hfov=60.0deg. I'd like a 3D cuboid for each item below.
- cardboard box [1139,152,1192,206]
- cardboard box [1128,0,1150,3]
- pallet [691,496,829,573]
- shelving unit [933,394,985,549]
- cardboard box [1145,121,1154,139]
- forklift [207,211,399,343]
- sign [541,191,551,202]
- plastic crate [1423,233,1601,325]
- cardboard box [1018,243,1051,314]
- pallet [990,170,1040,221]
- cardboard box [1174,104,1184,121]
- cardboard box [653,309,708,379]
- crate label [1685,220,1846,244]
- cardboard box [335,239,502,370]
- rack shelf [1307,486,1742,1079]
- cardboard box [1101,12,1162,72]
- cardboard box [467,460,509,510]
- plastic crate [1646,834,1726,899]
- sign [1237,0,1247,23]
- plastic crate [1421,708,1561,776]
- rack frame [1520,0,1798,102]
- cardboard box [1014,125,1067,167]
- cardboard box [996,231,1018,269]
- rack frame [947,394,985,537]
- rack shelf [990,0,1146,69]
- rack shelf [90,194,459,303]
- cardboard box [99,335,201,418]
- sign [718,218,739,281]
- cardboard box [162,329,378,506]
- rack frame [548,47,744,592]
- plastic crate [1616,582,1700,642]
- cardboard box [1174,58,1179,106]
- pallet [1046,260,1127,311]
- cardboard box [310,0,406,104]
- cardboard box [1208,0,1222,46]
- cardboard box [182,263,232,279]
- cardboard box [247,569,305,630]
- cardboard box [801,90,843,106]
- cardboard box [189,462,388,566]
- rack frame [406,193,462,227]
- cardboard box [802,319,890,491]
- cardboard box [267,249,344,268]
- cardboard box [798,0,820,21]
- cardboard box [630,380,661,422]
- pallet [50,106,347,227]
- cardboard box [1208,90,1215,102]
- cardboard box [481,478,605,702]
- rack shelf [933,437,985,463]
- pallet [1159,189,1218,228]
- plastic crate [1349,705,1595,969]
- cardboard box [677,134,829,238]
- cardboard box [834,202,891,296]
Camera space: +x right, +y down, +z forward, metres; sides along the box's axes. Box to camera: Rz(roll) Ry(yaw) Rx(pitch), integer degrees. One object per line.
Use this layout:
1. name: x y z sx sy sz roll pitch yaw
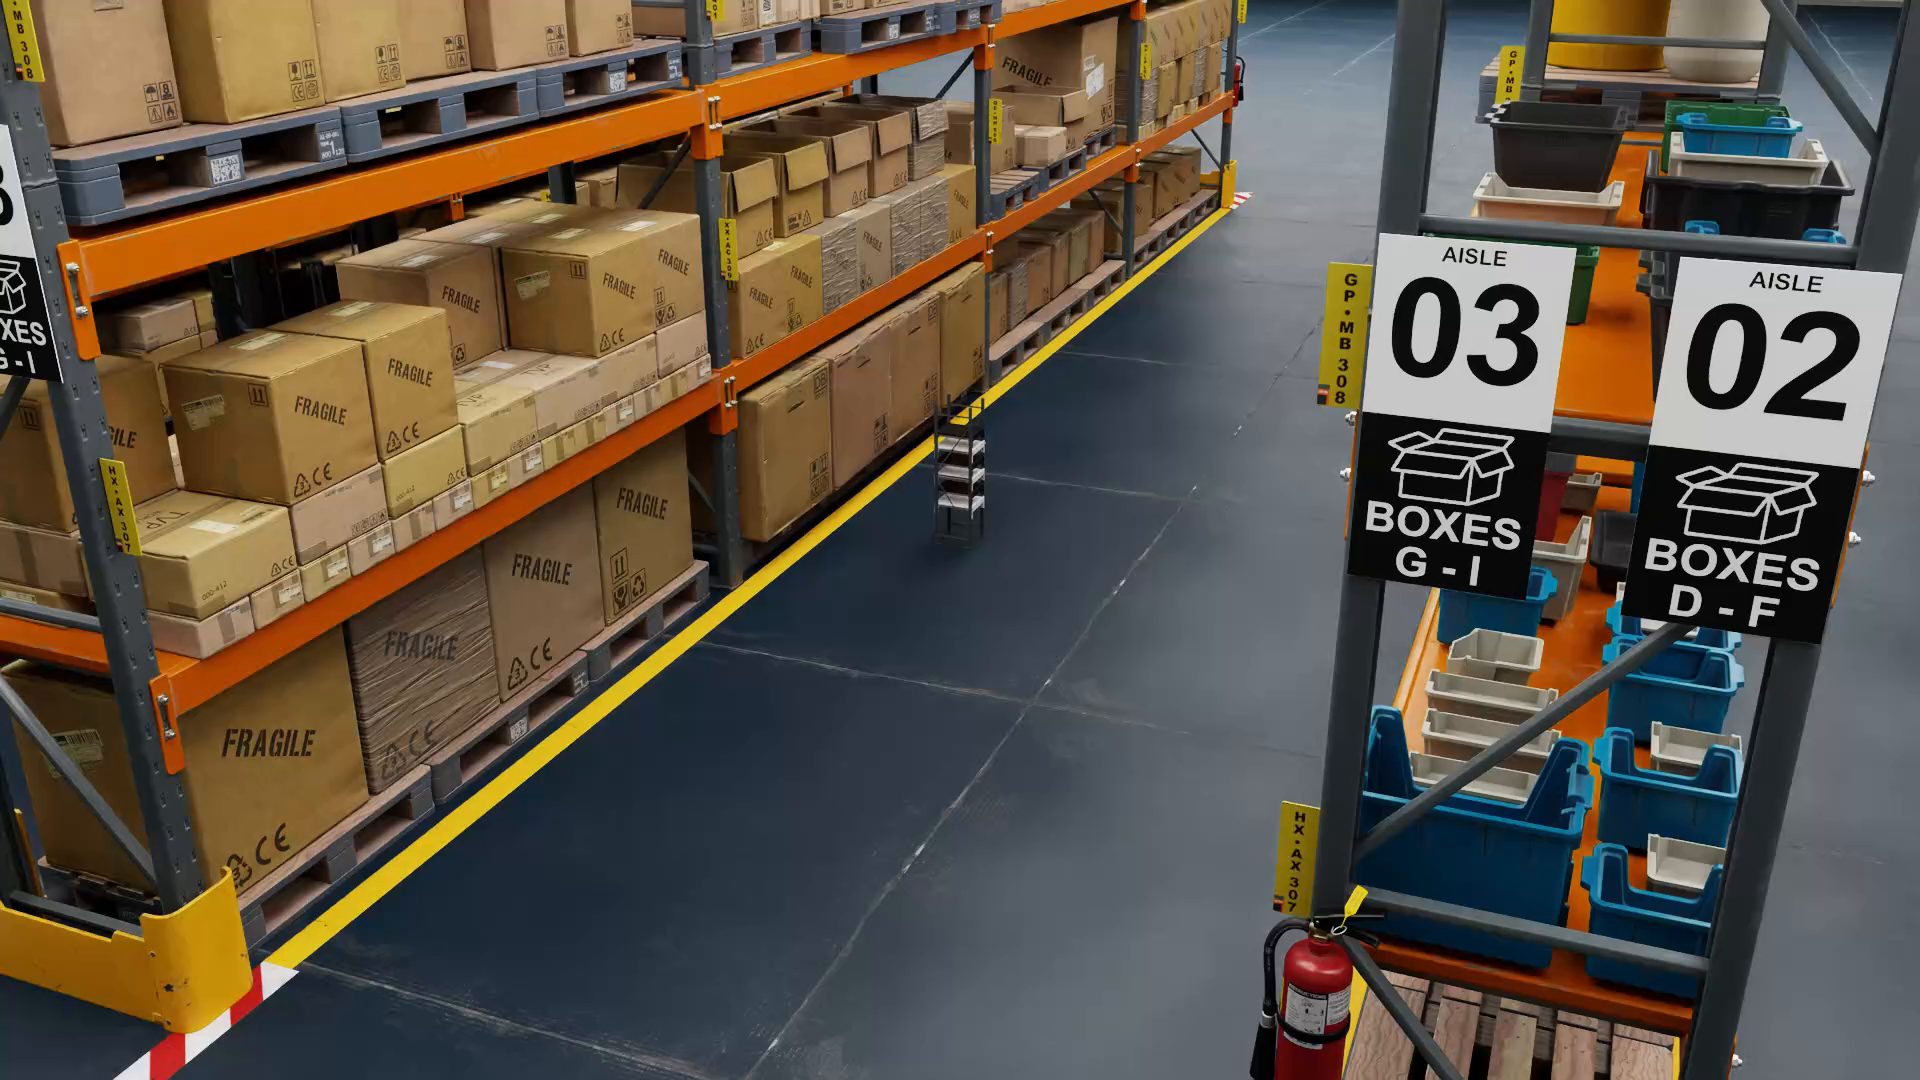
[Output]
1. cardboard box: 2.277 -4.076 18.815 0.500 0.500 0.500 16 28 34
2. cardboard box: 1.700 -5.426 17.535 0.500 0.500 0.500 9 24 20
3. pallet: -1.527 -0.182 10.411 1.003 0.211 1.213 9 24 20
4. shelving unit: -0.003 -0.412 10.070 0.258 0.900 0.210 9 24 20
5. cardboard box: 1.693 -4.050 16.380 0.380 0.149 0.250 9 24 20
6. forklift: -4.050 -1.591 10.256 1.130 2.935 3.031 -12 26 -27
7. sign: -2.251 -1.753 9.157 0.100 0.325 0.005 9 24 20
8. plastic crate: 1.471 -0.721 4.468 0.450 0.188 0.336 9 24 20
9. cardboard box: 0.371 -2.309 14.559 0.700 0.500 0.500 11 25 24
10. pallet: -0.092 -2.795 13.298 1.213 0.211 1.003 9 24 20
11. cardboard box: 2.132 -4.501 17.460 0.380 0.149 0.250 9 24 20
12. cardboard box: -1.663 -1.054 8.690 0.500 0.250 0.500 8 24 19
13. crate label: 2.012 -0.640 4.193 0.408 0.251 0.502 9 24 20
14. cardboard box: -2.537 -1.099 7.825 0.500 0.500 0.500 8 24 18
15. rack shelf: 2.113 0.575 5.914 1.077 0.370 4.000 9 24 20
16. cardboard box: 1.632 -4.814 16.070 0.500 0.500 0.500 9 24 20
17. cardboard box: -2.221 -0.265 7.318 0.380 0.149 0.250 8 24 19
18. plastic crate: 1.963 0.909 4.447 0.250 0.136 0.298 9 24 20
19. sign: 3.222 -6.069 18.976 0.100 0.325 0.005 9 24 20
20. plastic crate: 1.626 0.634 5.106 0.396 0.136 0.243 9 24 20
21. rack frame: 2.855 -3.241 6.333 1.000 3.000 0.127 9 24 20
22. cardboard box: 0.579 -3.304 13.919 0.500 0.250 0.500 8 24 19
23. cardboard box: 0.151 -2.444 13.908 0.500 0.250 0.500 12 25 26
24. rack frame: 0.035 -0.449 10.157 0.240 0.900 0.006 9 24 20
25. rack shelf: 0.486 -4.381 13.888 1.077 0.370 4.000 9 24 20
26. rack shelf: -5.568 -2.312 12.826 1.077 0.370 4.000 9 24 20
27. cardboard box: -5.790 -1.195 11.916 0.500 0.500 0.500 10 25 22
28. sign: -1.227 -1.539 8.816 0.100 0.325 0.005 9 24 20
29. cardboard box: -2.614 -0.476 6.334 0.500 0.500 0.500 8 24 19
30. rack frame: -1.743 -1.182 9.187 1.000 3.000 0.127 9 24 20
31. plastic crate: 2.488 0.288 5.934 0.293 0.136 0.466 9 24 20
32. cardboard box: 1.764 -4.747 17.207 0.875 0.500 0.500 9 24 20
33. pallet: 0.941 -2.479 15.911 1.003 0.211 1.213 9 24 20
34. cardboard box: -2.618 -1.990 6.427 0.700 0.500 0.500 7 24 16
35. cardboard box: 2.559 -5.709 18.212 0.500 0.500 0.500 9 24 20
36. cardboard box: -5.882 -1.990 12.848 0.500 0.250 0.500 8 24 18
37. cardboard box: -2.697 0.194 6.220 0.380 0.149 0.250 8 24 19
38. cardboard box: -2.044 -5.183 20.979 0.875 0.875 0.875 9 24 20
39. cardboard box: -2.613 -0.138 6.498 0.500 0.250 0.500 8 24 19
40. rack frame: -4.825 -3.359 14.400 1.000 3.000 0.127 9 24 20
41. cardboard box: -1.193 -0.947 10.836 1.225 0.875 0.875 8 24 18
42. cardboard box: -5.216 -2.101 13.114 0.500 0.250 0.500 9 24 21
43. cardboard box: -1.051 -3.155 9.800 0.380 0.149 0.250 8 24 18
44. cardboard box: -1.743 -0.726 8.421 0.380 0.149 0.250 8 24 19
45. pallet: -2.963 -1.360 5.838 1.003 0.211 1.213 9 24 20
46. cardboard box: 2.662 -5.042 18.755 0.380 0.149 0.250 9 24 20
47. cardboard box: -2.397 0.152 8.206 0.875 0.875 0.875 9 24 20
48. rack shelf: -0.003 -0.548 10.013 0.258 0.077 0.200 9 24 20
49. pallet: 2.351 -3.876 19.256 1.003 0.211 1.213 9 24 20
50. plastic crate: 1.321 0.768 4.395 0.616 0.435 0.499 9 24 20
51. cardboard box: -1.248 -2.164 10.108 0.797 0.503 0.637 9 24 21
52. cardboard box: -0.781 -1.901 10.780 0.500 0.500 0.500 9 24 21
